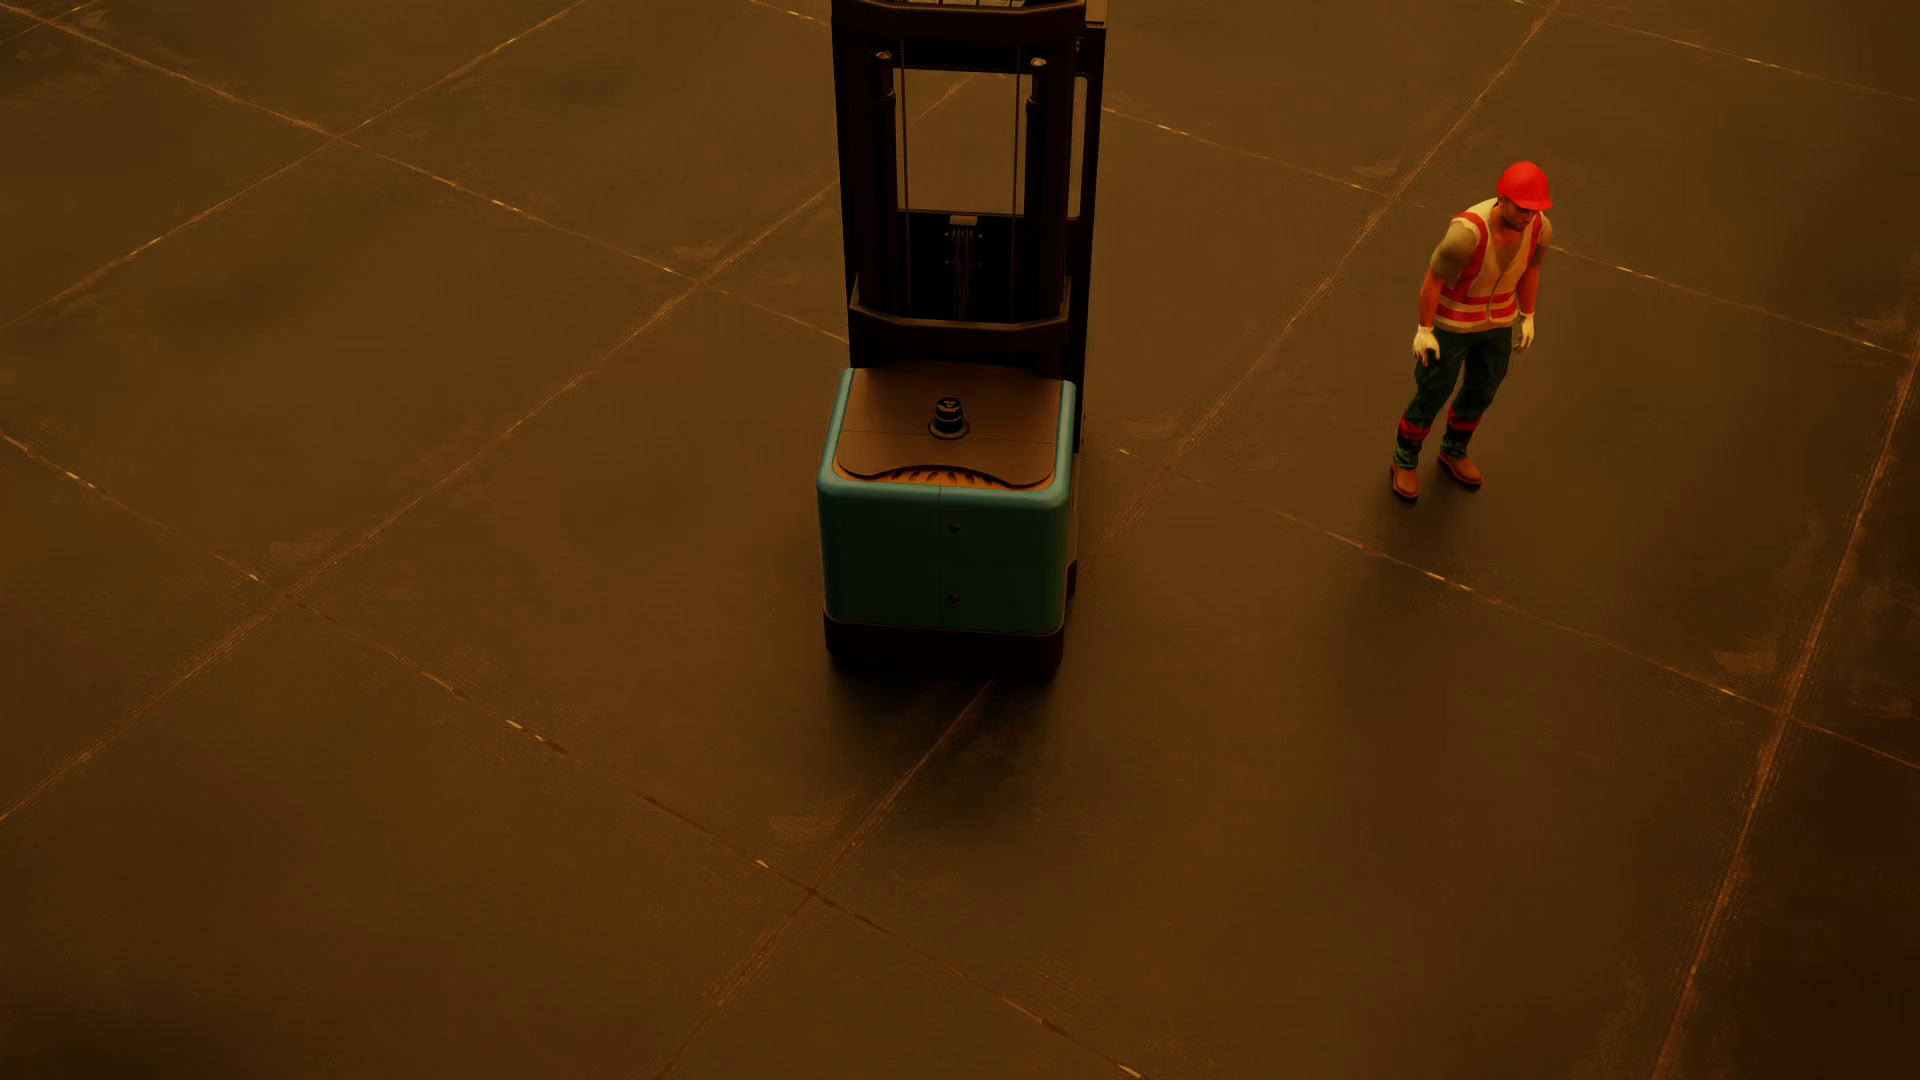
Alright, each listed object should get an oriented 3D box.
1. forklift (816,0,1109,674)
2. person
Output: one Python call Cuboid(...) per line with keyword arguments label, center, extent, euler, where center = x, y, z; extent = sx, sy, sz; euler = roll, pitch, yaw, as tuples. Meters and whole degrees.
Cuboid(label="forklift", center=(0.059, -1.491, 7.421), extent=(1.130, 2.935, 3.031), euler=(4, 44, 4))
Cuboid(label="person", center=(2.392, -0.985, 7.726), extent=(0.607, 1.779, 0.451), euler=(-9, 44, -10))
